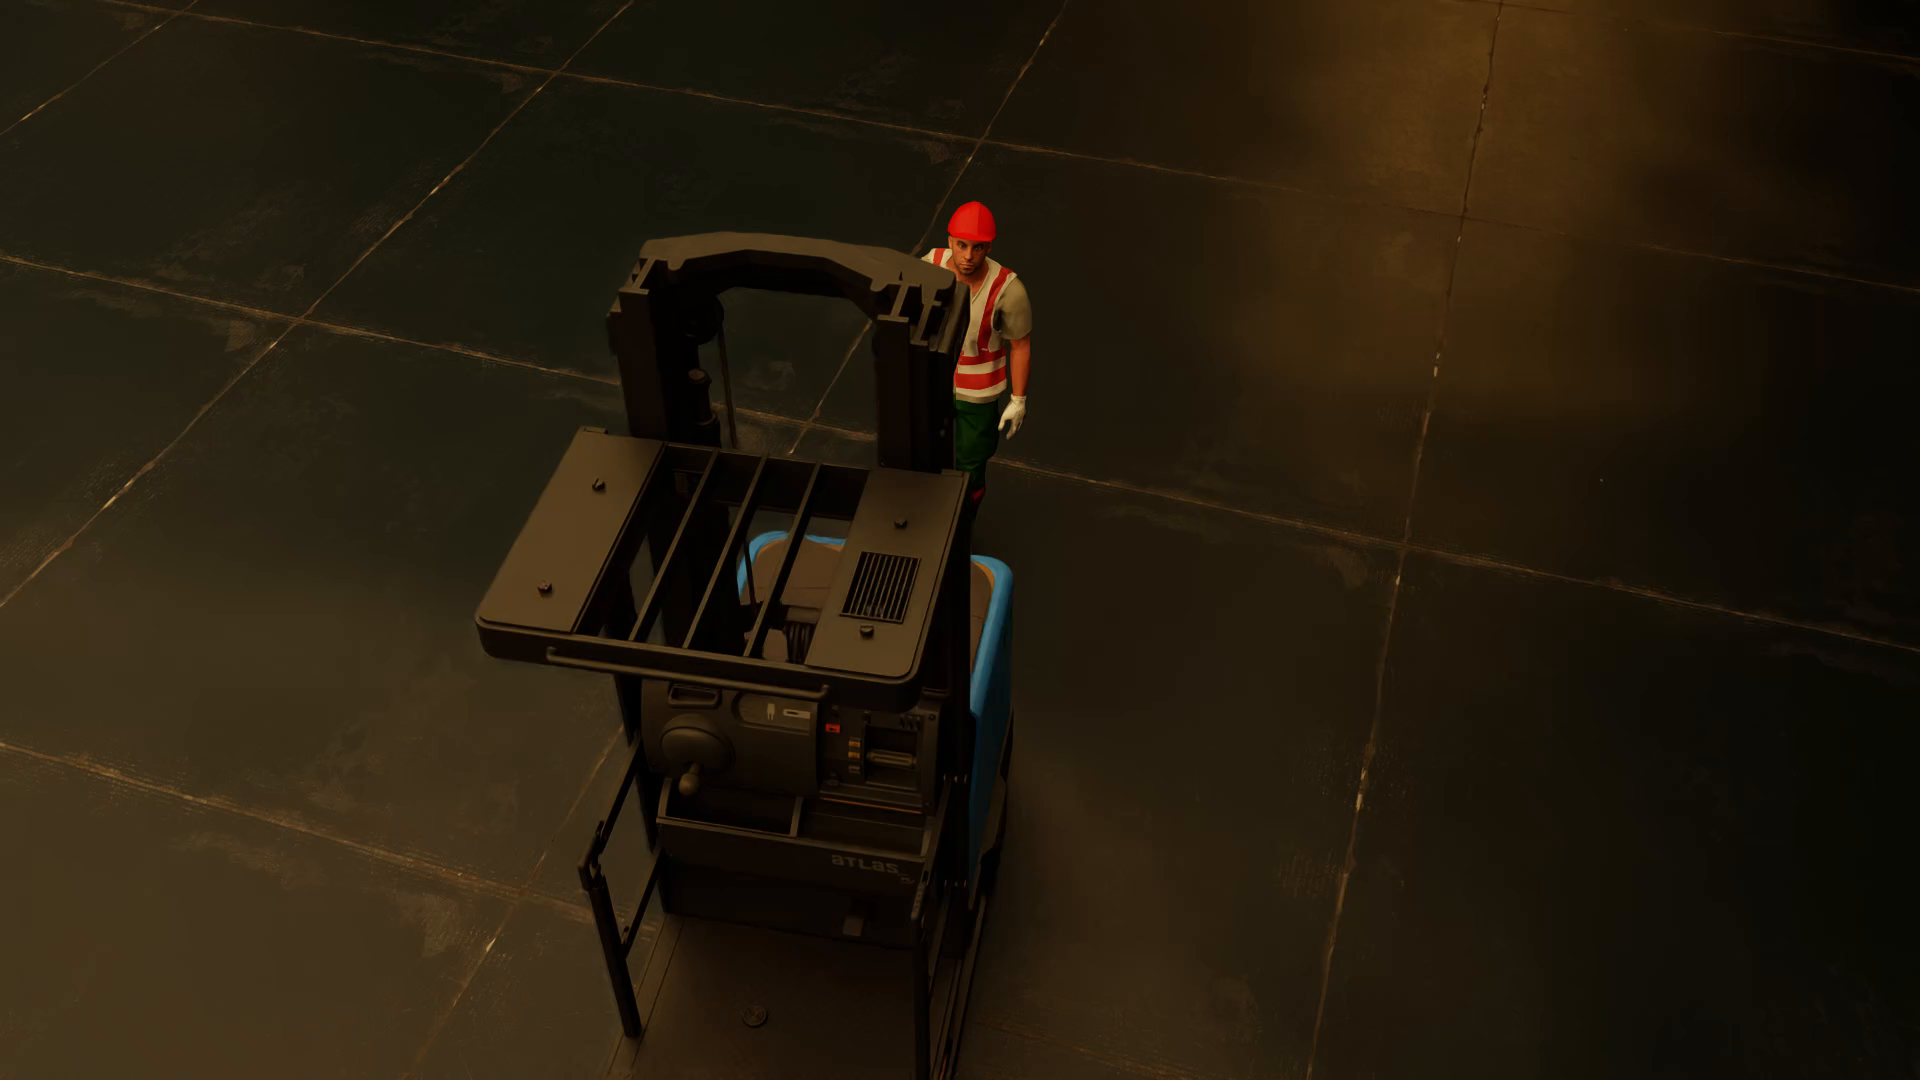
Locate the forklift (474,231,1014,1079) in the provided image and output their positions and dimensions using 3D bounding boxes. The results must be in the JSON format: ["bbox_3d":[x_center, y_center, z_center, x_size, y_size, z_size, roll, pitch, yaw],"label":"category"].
[{"bbox_3d":[-0.558,0.711,4.925,1.130,2.935,3.031,7,43,8],"label":"forklift"}]

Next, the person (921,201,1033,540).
[{"bbox_3d":[-0.036,-0.611,7.173,0.637,1.787,0.564,12,44,13],"label":"person"}]
